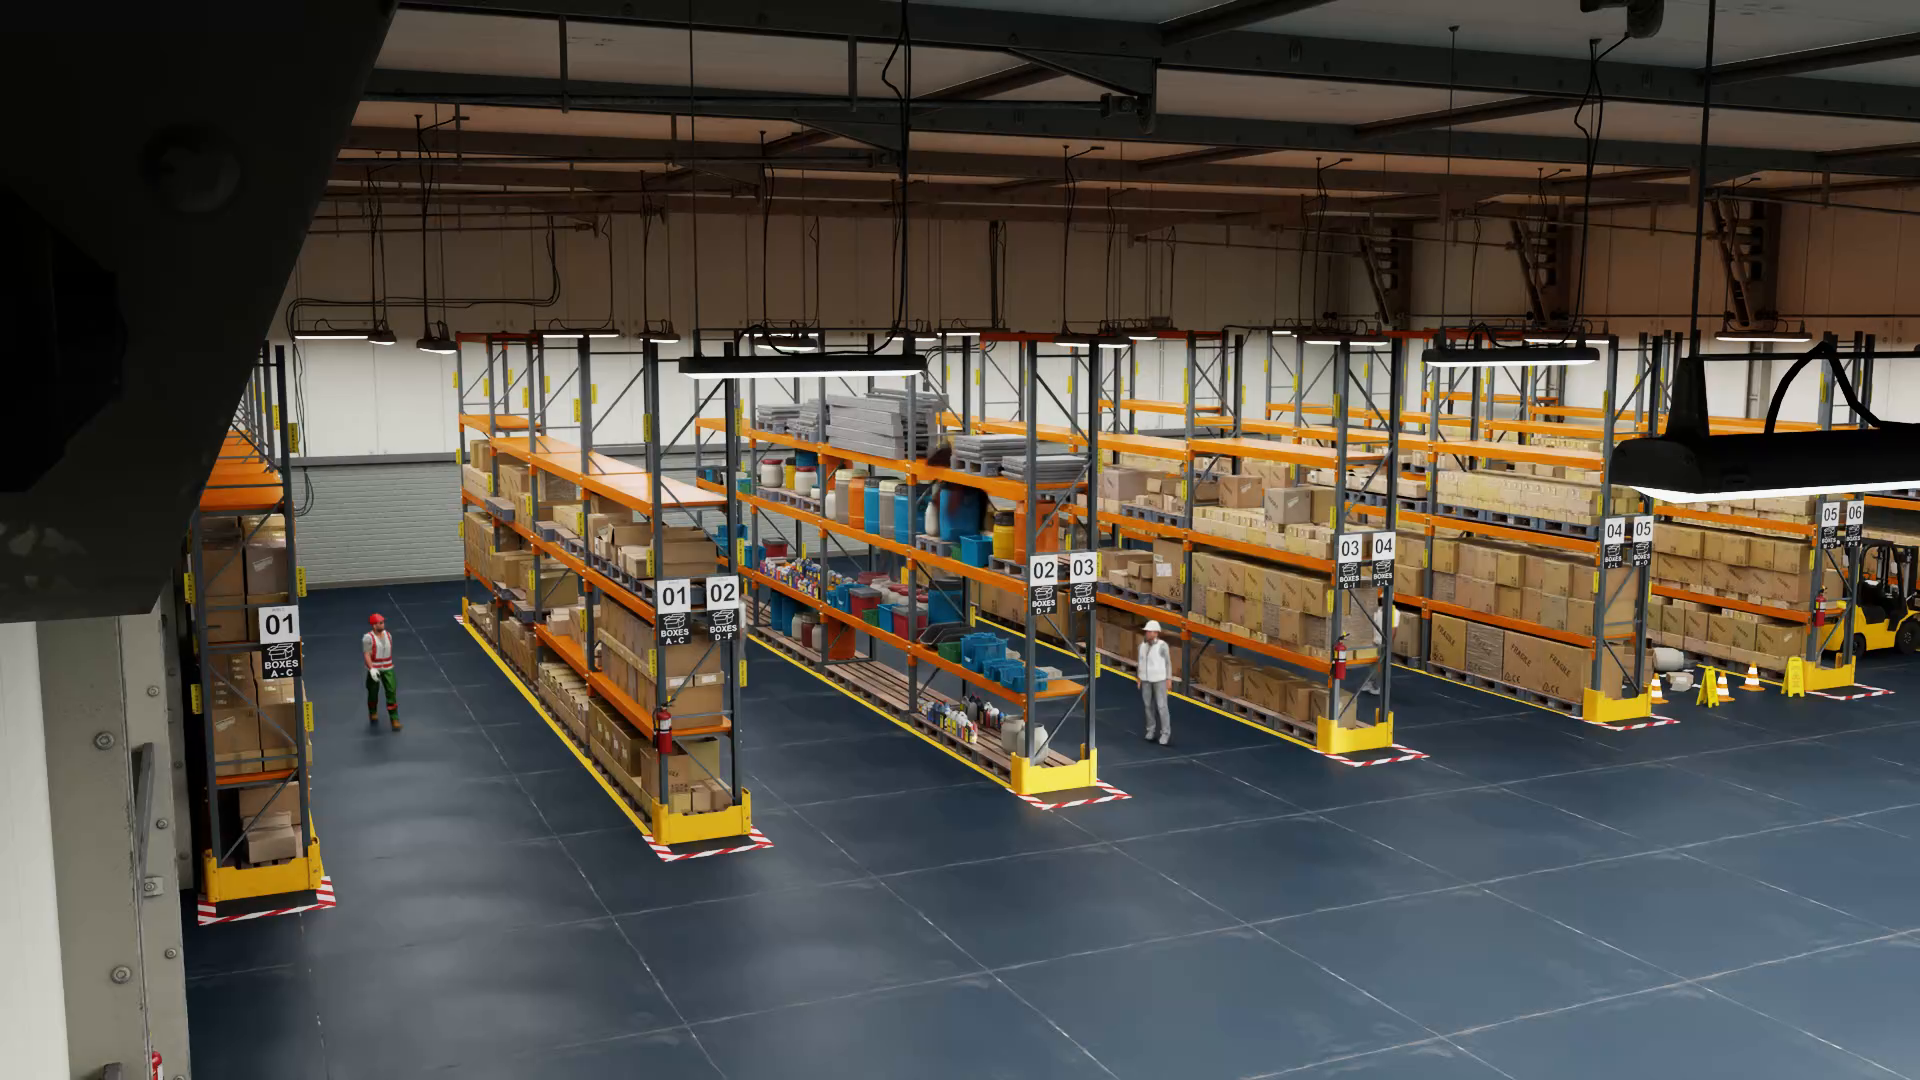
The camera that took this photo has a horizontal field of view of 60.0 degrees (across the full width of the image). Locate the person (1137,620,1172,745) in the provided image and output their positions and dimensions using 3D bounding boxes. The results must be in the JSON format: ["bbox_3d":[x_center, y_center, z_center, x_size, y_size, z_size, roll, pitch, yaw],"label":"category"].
[{"bbox_3d":[2.891,2.102,24.809,0.649,1.784,0.455,6,10,38],"label":"person"}]

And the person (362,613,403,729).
[{"bbox_3d":[-8.940,1.994,25.632,0.509,1.730,1.044,-5,9,-32],"label":"person"}]

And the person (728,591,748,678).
[{"bbox_3d":[-3.912,1.630,29.024,0.428,1.608,0.394,5,9,35],"label":"person"}]

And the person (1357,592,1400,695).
[{"bbox_3d":[7.023,1.713,27.855,0.546,1.768,0.576,-2,8,-11],"label":"person"}]

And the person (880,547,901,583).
[{"bbox_3d":[-1.656,0.183,39.622,0.473,1.675,0.563,-7,10,-40],"label":"person"}]
